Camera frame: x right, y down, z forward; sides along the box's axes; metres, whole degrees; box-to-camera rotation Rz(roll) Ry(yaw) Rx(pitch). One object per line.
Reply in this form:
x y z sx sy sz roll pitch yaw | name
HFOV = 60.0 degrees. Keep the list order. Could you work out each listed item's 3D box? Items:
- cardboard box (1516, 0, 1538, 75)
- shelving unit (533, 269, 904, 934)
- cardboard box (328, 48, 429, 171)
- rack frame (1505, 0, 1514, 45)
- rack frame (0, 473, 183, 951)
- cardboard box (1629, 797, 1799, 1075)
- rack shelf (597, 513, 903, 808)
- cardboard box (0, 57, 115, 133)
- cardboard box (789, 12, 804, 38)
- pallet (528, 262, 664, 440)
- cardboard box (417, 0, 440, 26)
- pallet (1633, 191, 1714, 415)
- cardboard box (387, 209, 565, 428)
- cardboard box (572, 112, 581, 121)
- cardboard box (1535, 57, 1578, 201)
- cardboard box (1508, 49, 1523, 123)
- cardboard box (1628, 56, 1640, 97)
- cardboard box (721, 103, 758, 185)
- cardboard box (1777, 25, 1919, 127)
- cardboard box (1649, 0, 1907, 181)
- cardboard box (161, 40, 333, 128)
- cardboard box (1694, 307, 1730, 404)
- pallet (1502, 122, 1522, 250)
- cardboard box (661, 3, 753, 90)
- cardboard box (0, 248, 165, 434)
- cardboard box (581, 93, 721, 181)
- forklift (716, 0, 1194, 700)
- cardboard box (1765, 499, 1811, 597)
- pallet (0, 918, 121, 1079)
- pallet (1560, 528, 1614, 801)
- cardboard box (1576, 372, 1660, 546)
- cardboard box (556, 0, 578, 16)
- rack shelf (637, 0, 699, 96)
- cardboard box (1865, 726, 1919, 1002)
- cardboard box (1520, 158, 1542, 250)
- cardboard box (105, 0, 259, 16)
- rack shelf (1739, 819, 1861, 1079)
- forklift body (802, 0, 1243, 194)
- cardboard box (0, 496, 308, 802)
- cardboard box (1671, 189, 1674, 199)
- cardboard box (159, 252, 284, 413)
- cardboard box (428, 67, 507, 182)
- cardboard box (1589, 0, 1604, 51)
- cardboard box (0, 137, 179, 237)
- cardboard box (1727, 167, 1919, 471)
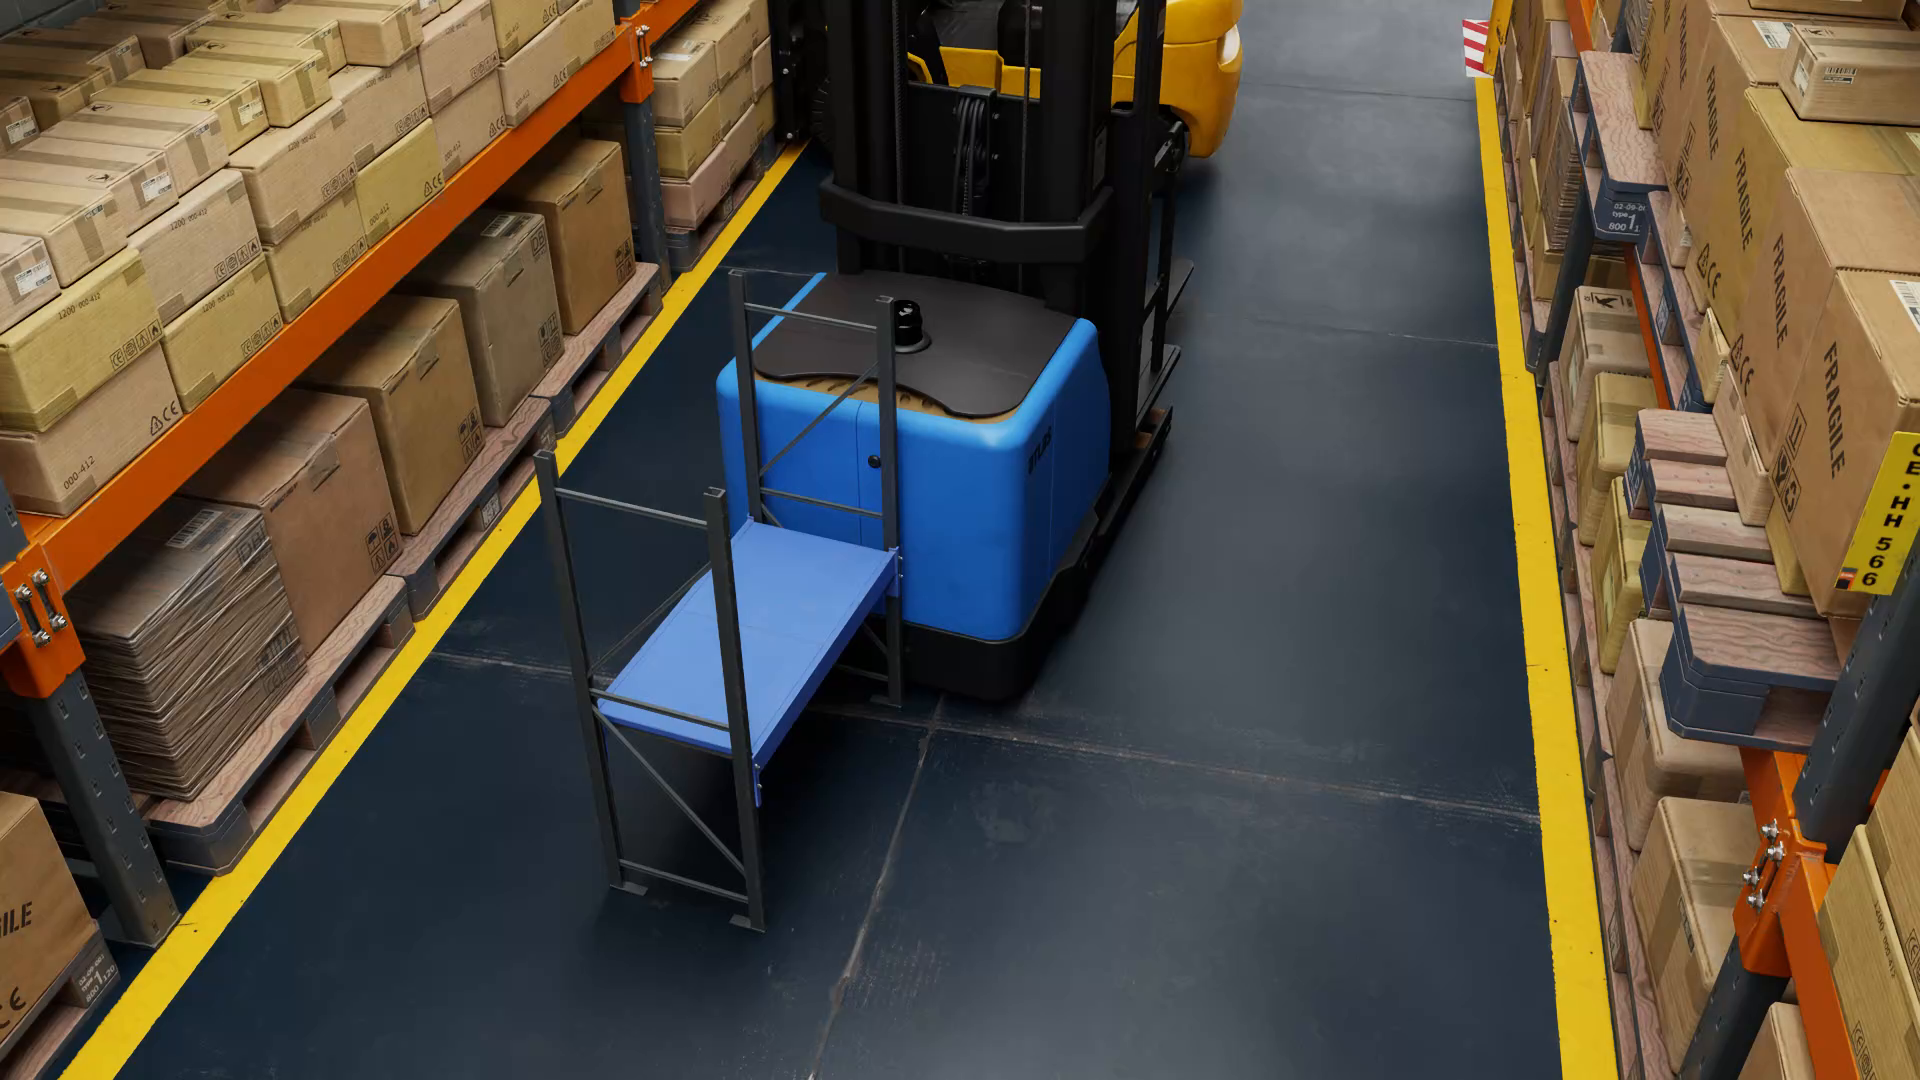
3.278 -2.746 8.829 0.500 0.500 0.500 6 36 8 | cardboard box
-0.602 0.170 4.738 0.538 1.500 1.048 12 38 17 | shelving unit
-2.071 -1.407 5.338 0.500 0.250 0.500 8 37 11 | cardboard box
3.832 -4.128 9.389 1.000 3.000 0.127 7 37 10 | rack frame
-2.726 -0.161 3.916 1.000 3.000 0.127 7 37 10 | rack frame
2.254 1.030 4.154 0.950 0.372 0.625 5 36 7 | cardboard box
-0.602 0.315 4.843 0.538 0.185 1.000 12 38 17 | rack shelf
-2.677 -1.271 4.809 0.380 0.149 0.250 7 37 10 | cardboard box
-1.134 -2.817 9.140 0.500 0.250 0.500 7 37 10 | cardboard box
-1.991 -0.898 7.309 1.003 0.211 1.213 7 37 10 | pallet
-1.972 -1.798 5.536 0.380 0.149 0.250 8 37 10 | cardboard box
2.506 -0.603 4.690 1.003 0.211 1.213 7 37 10 | pallet
-2.146 -0.918 6.627 0.875 0.625 0.625 7 37 9 | cardboard box
-1.956 -2.222 7.893 0.500 0.250 0.500 8 37 11 | cardboard box
2.949 -1.859 7.606 0.500 0.500 0.500 8 37 11 | cardboard box
3.274 -2.465 9.080 0.500 0.250 0.500 9 37 12 | cardboard box
2.551 -1.625 5.793 0.380 0.149 0.250 8 37 11 | cardboard box
-1.352 -2.040 8.494 0.500 0.250 0.500 7 36 9 | cardboard box
2.197 -1.108 3.974 0.380 0.149 0.250 6 36 8 | cardboard box
2.372 -1.364 4.879 0.500 0.500 0.500 7 37 10 | cardboard box
-2.105 -1.351 4.921 0.380 0.149 0.250 8 37 11 | cardboard box
2.067 -0.443 4.161 0.380 0.149 0.250 8 37 11 | cardboard box
3.345 -1.796 8.549 1.003 0.211 1.213 7 37 10 | pallet
-1.343 -2.446 8.202 0.500 0.250 0.500 7 37 10 | cardboard box
-2.368 -0.524 4.118 0.500 0.250 0.500 7 37 10 | cardboard box
-1.467 -1.952 7.947 0.500 0.250 0.500 7 37 10 | cardboard box
0.221 -1.529 5.862 1.130 2.935 3.031 13 38 17 | forklift
1.950 0.010 3.536 0.380 0.149 0.250 8 37 11 | cardboard box
-2.923 1.391 4.151 1.003 0.211 1.213 7 37 10 | pallet
2.555 0.443 5.459 1.003 0.211 1.213 7 37 10 | pallet
2.718 -0.227 5.888 0.950 0.372 0.625 10 37 13 | cardboard box
-1.727 -2.283 6.545 0.500 0.250 0.500 7 36 9 | cardboard box
-1.445 -3.310 8.874 1.077 0.370 4.000 7 37 10 | rack shelf
1.774 0.577 2.600 0.500 0.250 0.500 7 37 10 | cardboard box
2.946 -1.570 7.846 0.500 0.250 0.500 6 36 9 | cardboard box
-2.528 -1.715 5.422 0.380 0.149 0.250 8 37 10 | cardboard box
1.696 1.897 1.690 1.077 0.370 4.000 7 37 10 | rack shelf
0.360 -3.088 8.678 2.313 2.155 1.214 7 37 10 | forklift body
-2.580 0.274 4.981 0.875 0.625 0.625 8 37 11 | cardboard box
2.353 -1.028 4.968 0.380 0.149 0.250 8 37 10 | cardboard box
-2.281 -0.612 4.666 0.500 0.250 0.500 7 36 9 | cardboard box
-1.962 -1.502 5.894 0.500 0.250 0.500 8 37 10 | cardboard box
2.795 -2.099 6.804 0.380 0.149 0.250 8 37 11 | cardboard box
-2.285 -0.914 4.317 0.380 0.149 0.250 8 37 11 | cardboard box
2.049 -0.465 3.639 0.500 0.500 0.500 7 36 9 | cardboard box
